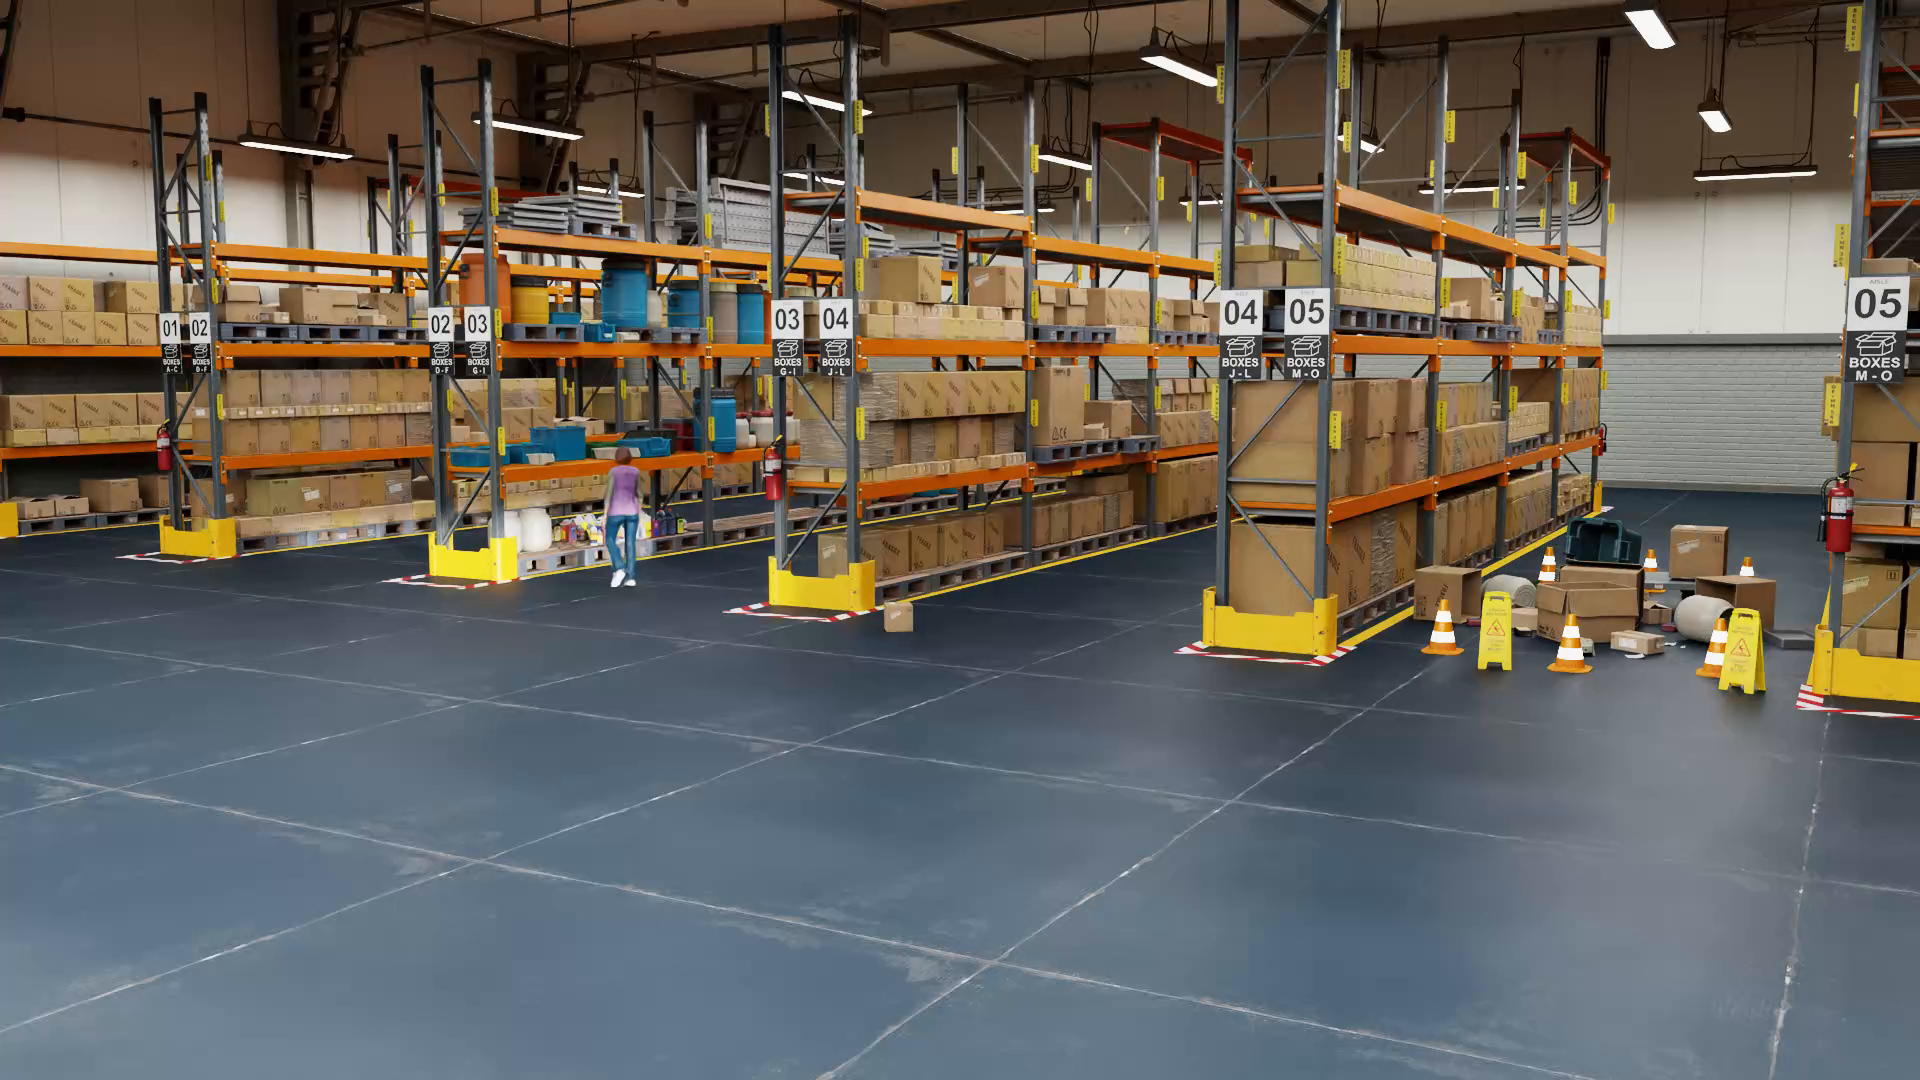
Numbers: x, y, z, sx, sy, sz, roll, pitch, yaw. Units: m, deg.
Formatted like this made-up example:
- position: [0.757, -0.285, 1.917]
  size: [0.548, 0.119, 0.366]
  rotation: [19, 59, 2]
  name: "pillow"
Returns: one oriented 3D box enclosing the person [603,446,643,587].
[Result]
- position: [-3.832, -0.262, 18.866]
  size: [0.491, 1.622, 0.455]
  rotation: [-3, 7, -25]
  name: "person"
